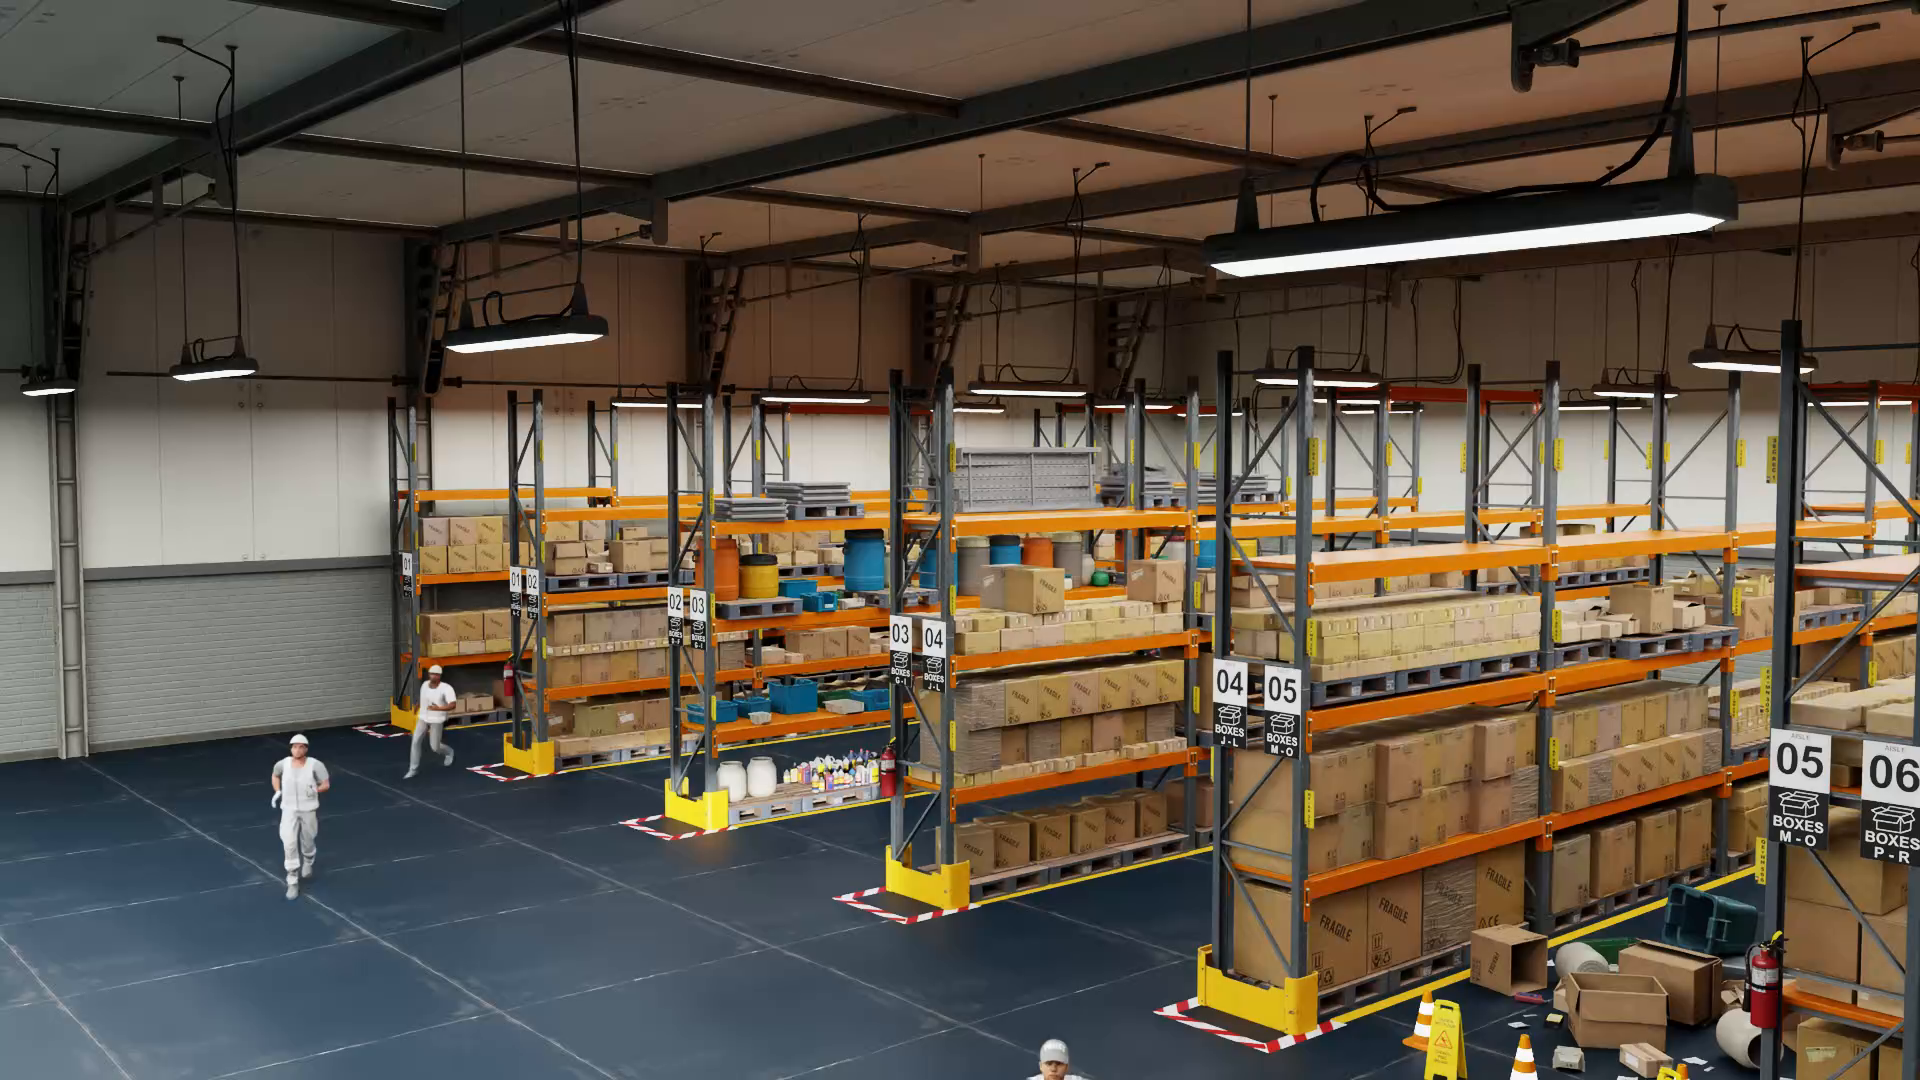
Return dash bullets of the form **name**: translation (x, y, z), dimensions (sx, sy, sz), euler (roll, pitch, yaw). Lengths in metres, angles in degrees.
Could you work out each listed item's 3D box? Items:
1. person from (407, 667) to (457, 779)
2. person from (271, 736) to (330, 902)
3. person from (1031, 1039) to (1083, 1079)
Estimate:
- **person**: translation (-8.187, 2.821, 25.909), dimensions (0.733, 1.708, 0.791), euler (1, 3, 14)
- **person**: translation (-7.588, 3.141, 19.111), dimensions (0.654, 1.797, 0.994), euler (-1, 3, -15)
- **person**: translation (0.568, 3.764, 9.762), dimensions (0.655, 1.669, 0.631), euler (0, 3, 4)
